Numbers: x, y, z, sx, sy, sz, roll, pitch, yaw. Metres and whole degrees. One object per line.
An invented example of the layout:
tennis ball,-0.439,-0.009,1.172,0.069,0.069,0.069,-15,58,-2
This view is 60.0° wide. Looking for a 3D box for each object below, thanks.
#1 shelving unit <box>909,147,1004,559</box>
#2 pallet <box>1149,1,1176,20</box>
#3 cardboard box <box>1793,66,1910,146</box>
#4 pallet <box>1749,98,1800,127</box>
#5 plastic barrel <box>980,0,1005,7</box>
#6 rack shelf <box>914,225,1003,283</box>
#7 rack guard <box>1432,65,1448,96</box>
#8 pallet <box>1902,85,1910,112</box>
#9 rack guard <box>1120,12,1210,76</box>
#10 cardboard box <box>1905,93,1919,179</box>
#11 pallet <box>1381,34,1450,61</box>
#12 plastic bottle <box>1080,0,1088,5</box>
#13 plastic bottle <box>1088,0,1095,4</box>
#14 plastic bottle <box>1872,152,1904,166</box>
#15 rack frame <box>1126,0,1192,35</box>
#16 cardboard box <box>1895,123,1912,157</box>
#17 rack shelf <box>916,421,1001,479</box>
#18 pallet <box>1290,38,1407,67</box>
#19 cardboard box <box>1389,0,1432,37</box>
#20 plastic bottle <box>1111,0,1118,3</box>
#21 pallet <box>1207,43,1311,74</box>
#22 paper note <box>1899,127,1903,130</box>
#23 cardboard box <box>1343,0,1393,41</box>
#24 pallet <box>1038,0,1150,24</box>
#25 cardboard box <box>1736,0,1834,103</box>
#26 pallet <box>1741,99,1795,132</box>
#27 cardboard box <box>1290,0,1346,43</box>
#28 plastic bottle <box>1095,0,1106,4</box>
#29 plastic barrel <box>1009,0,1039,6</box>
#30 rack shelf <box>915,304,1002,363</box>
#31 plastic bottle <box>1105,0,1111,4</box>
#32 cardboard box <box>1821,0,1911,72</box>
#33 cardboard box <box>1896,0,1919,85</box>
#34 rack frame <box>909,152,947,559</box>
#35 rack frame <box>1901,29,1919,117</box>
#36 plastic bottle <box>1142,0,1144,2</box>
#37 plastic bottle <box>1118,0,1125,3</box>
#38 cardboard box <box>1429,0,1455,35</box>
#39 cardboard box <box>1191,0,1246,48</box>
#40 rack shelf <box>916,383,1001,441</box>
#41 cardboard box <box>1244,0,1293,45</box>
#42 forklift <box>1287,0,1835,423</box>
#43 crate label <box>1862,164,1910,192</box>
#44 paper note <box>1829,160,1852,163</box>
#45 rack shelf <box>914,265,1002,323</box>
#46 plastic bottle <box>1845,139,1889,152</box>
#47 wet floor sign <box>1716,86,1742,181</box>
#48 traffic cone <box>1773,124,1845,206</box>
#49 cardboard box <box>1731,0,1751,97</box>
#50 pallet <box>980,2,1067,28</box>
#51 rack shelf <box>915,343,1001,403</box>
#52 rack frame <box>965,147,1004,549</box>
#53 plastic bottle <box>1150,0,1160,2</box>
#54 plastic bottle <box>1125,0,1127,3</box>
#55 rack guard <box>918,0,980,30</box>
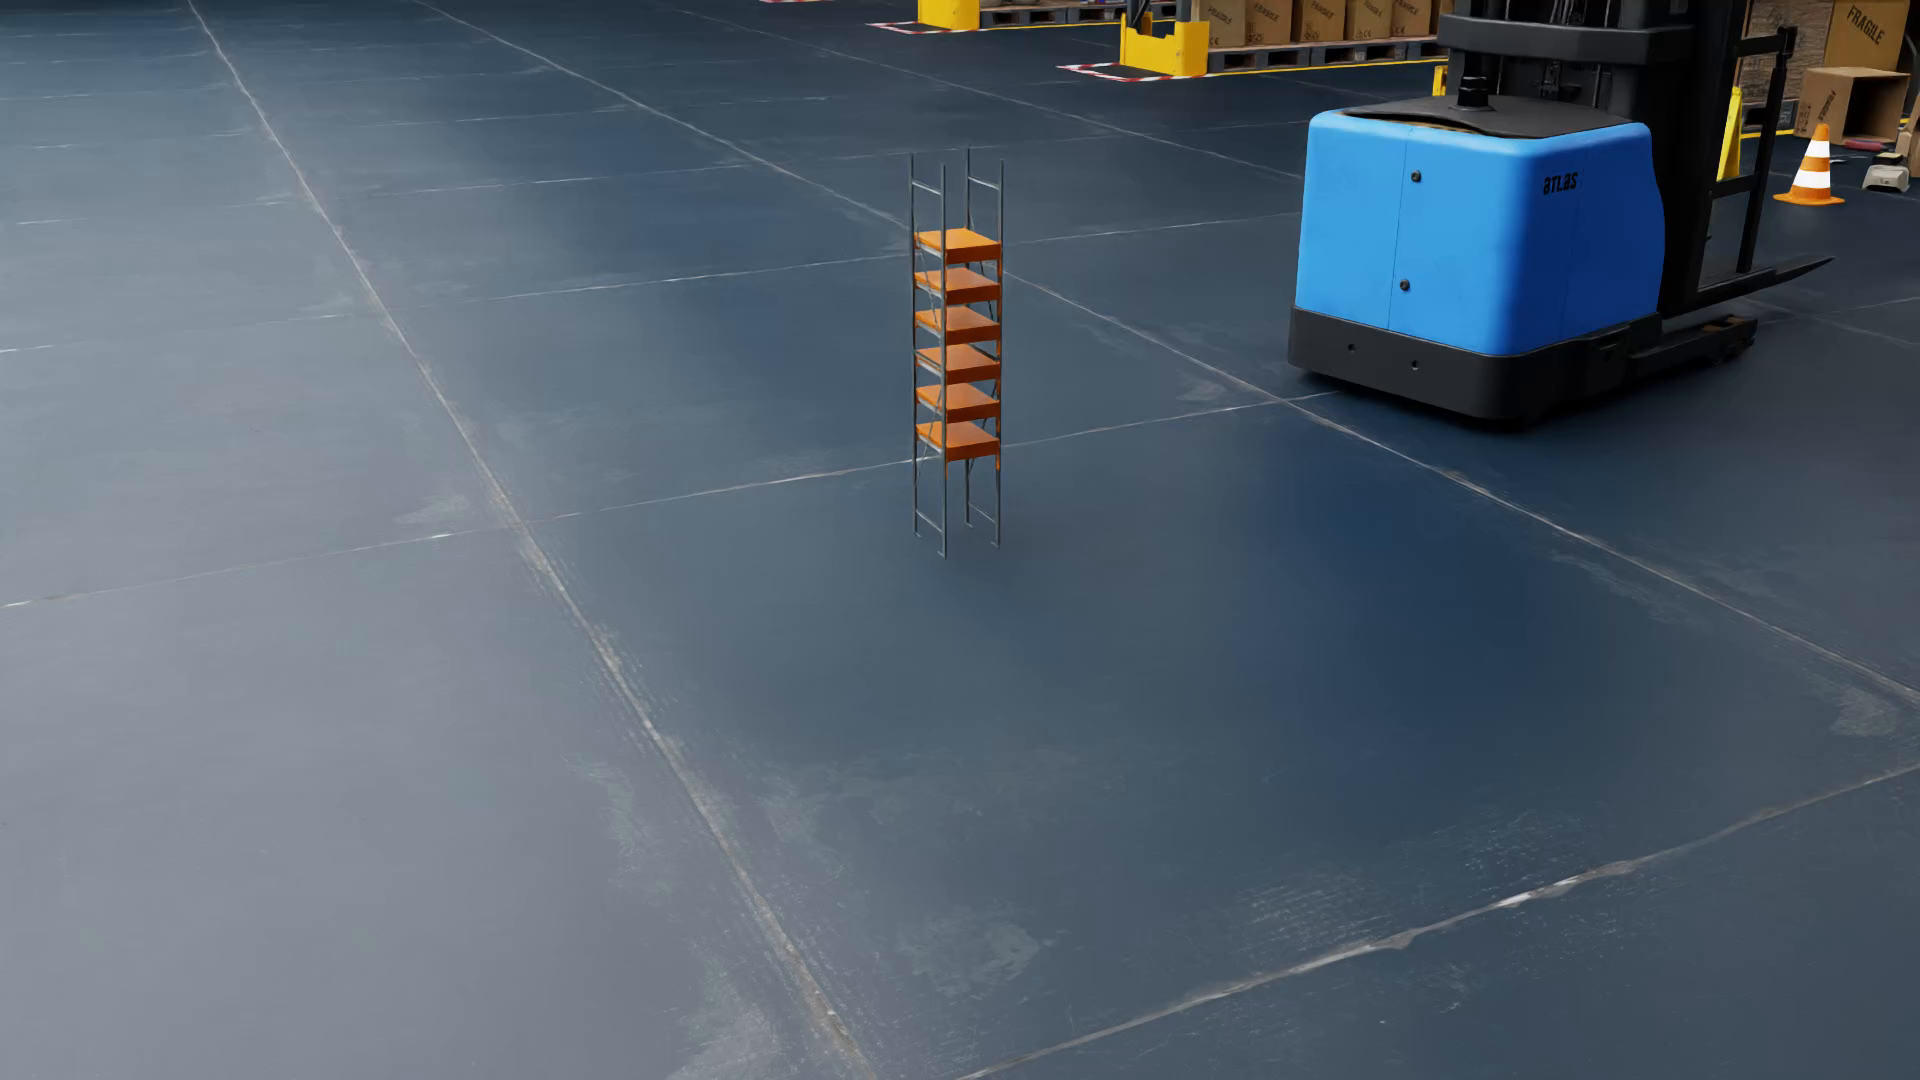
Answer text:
shelving unit,-0.013,-0.552,5.015,0.189,1.200,0.258,-10,25,-24
pallet,2.786,-7.063,22.036,1.213,0.211,1.003,-10,25,-24
cardboard box,6.663,-3.250,12.445,0.500,0.500,0.500,-6,23,-14
pallet,6.898,-3.628,13.738,1.213,0.211,1.003,-10,25,-24
plastic barrel,0.364,-6.965,20.857,0.421,0.512,0.421,0,22,0
rack shelf,-0.013,-0.844,4.894,0.180,0.103,0.258,-10,25,-24
rack guard,3.991,-3.193,12.309,0.348,0.500,1.175,-10,25,-24
pallet,8.280,-3.881,14.349,1.213,0.211,1.003,-10,25,-24
rack guard,2.021,-4.935,16.519,0.348,0.500,1.175,-10,25,-24
cardboard box,6.735,-2.673,11.049,0.797,0.503,0.637,10,24,22
pallet,4.967,-5.329,17.849,1.213,0.211,1.003,-10,25,-24
plastic bottle,1.573,-6.921,21.039,0.097,0.271,0.097,0,22,0
plastic bottle,1.667,-6.906,21.094,0.097,0.201,0.097,0,22,0
plastic bottle,6.473,-2.657,11.588,0.133,0.061,0.283,20,30,40
rack frame,1.953,-6.078,16.011,0.127,3.000,1.000,-10,25,-24
cardboard box,6.867,-2.832,11.745,0.258,0.266,0.396,-6,23,-14
rack shelf,-0.013,-0.289,5.124,0.180,0.103,0.258,-10,25,-24
pallet,3.866,-5.125,17.356,1.213,0.211,1.003,-10,25,-24
cardboard box,4.666,-5.630,17.649,0.500,0.500,0.500,-3,23,-7
plastic bottle,1.972,-6.994,21.217,0.097,0.271,0.097,0,22,0
pallet,2.768,-4.925,16.871,1.213,0.211,1.003,-10,25,-24
paper note,7.404,-3.220,12.988,0.147,0.020,0.142,10,24,22
cardboard box,4.141,-5.500,17.335,0.500,0.500,0.500,-13,26,-28
pallet,1.685,-6.859,21.544,1.213,0.211,1.003,-10,25,-24
cardboard box,6.209,-3.997,13.212,0.875,0.875,0.875,-10,25,-23
pallet,5.797,-3.424,13.245,1.213,0.211,1.003,-10,25,-24
cardboard box,3.619,-5.423,17.148,0.500,0.500,0.500,-8,24,-19
plastic bottle,1.785,-6.958,21.113,0.133,0.283,0.061,-10,25,-23
plastic barrel,0.816,-7.048,21.058,0.421,0.512,0.421,0,22,0
rack shelf,-0.013,-0.622,4.986,0.180,0.103,0.258,-10,25,-24
plastic bottle,1.882,-6.978,21.177,0.097,0.271,0.097,0,22,0
cardboard box,7.020,-4.147,13.576,0.875,0.875,0.875,-10,25,-23
cardboard box,8.137,-4.304,14.118,0.750,0.750,1.050,-11,25,-24
rack frame,-0.095,-0.537,4.978,0.006,1.200,0.240,-10,25,-24
rack frame,7.617,-5.015,13.444,0.127,3.000,1.000,-10,25,-24
plastic bottle,2.341,-7.076,21.408,0.135,0.276,0.152,-10,24,-23
plastic bottle,2.062,-6.978,21.270,0.097,0.201,0.097,0,22,0
cardboard box,5.179,-5.728,17.885,0.500,0.500,0.500,-11,25,-25
cardboard box,2.523,-5.215,16.645,0.500,0.500,0.500,-6,23,-14
rack shelf,-0.013,-0.400,5.078,0.180,0.103,0.258,-10,25,-24
cardboard box,3.046,-5.326,16.913,0.500,0.500,0.500,-4,23,-10
forklift,2.802,-2.237,6.823,3.031,2.935,1.130,-17,28,-36
crate label,5.972,-2.334,10.709,0.250,0.136,0.298,15,27,31
paper note,6.124,-2.647,11.607,0.142,0.017,0.144,-2,23,-5
rack shelf,-0.013,-0.733,4.940,0.180,0.103,0.258,-10,25,-24
plastic bottle,6.612,-2.868,12.100,0.283,0.061,0.133,20,30,40
wet floor sign,4.845,-2.577,10.631,0.232,0.644,0.267,-15,27,-33
traffic cone,5.291,-2.332,10.280,0.334,0.463,0.336,-10,25,-24
cardboard box,5.387,-3.846,12.848,0.875,0.875,0.875,-11,25,-24
pallet,0.587,-6.658,21.059,1.213,0.211,1.003,-10,25,-24
rack shelf,-0.013,-0.511,5.032,0.180,0.103,0.258,-10,25,-24
rack frame,0.069,-0.567,5.051,0.006,1.200,0.240,-10,25,-24
plastic bottle,2.490,-7.136,21.456,0.185,0.351,0.144,-11,25,-24
plastic bottle,2.155,-7.028,21.298,0.097,0.271,0.097,0,22,0
rack guard,-0.147,-6.659,20.682,0.348,0.500,1.175,-10,25,-24
